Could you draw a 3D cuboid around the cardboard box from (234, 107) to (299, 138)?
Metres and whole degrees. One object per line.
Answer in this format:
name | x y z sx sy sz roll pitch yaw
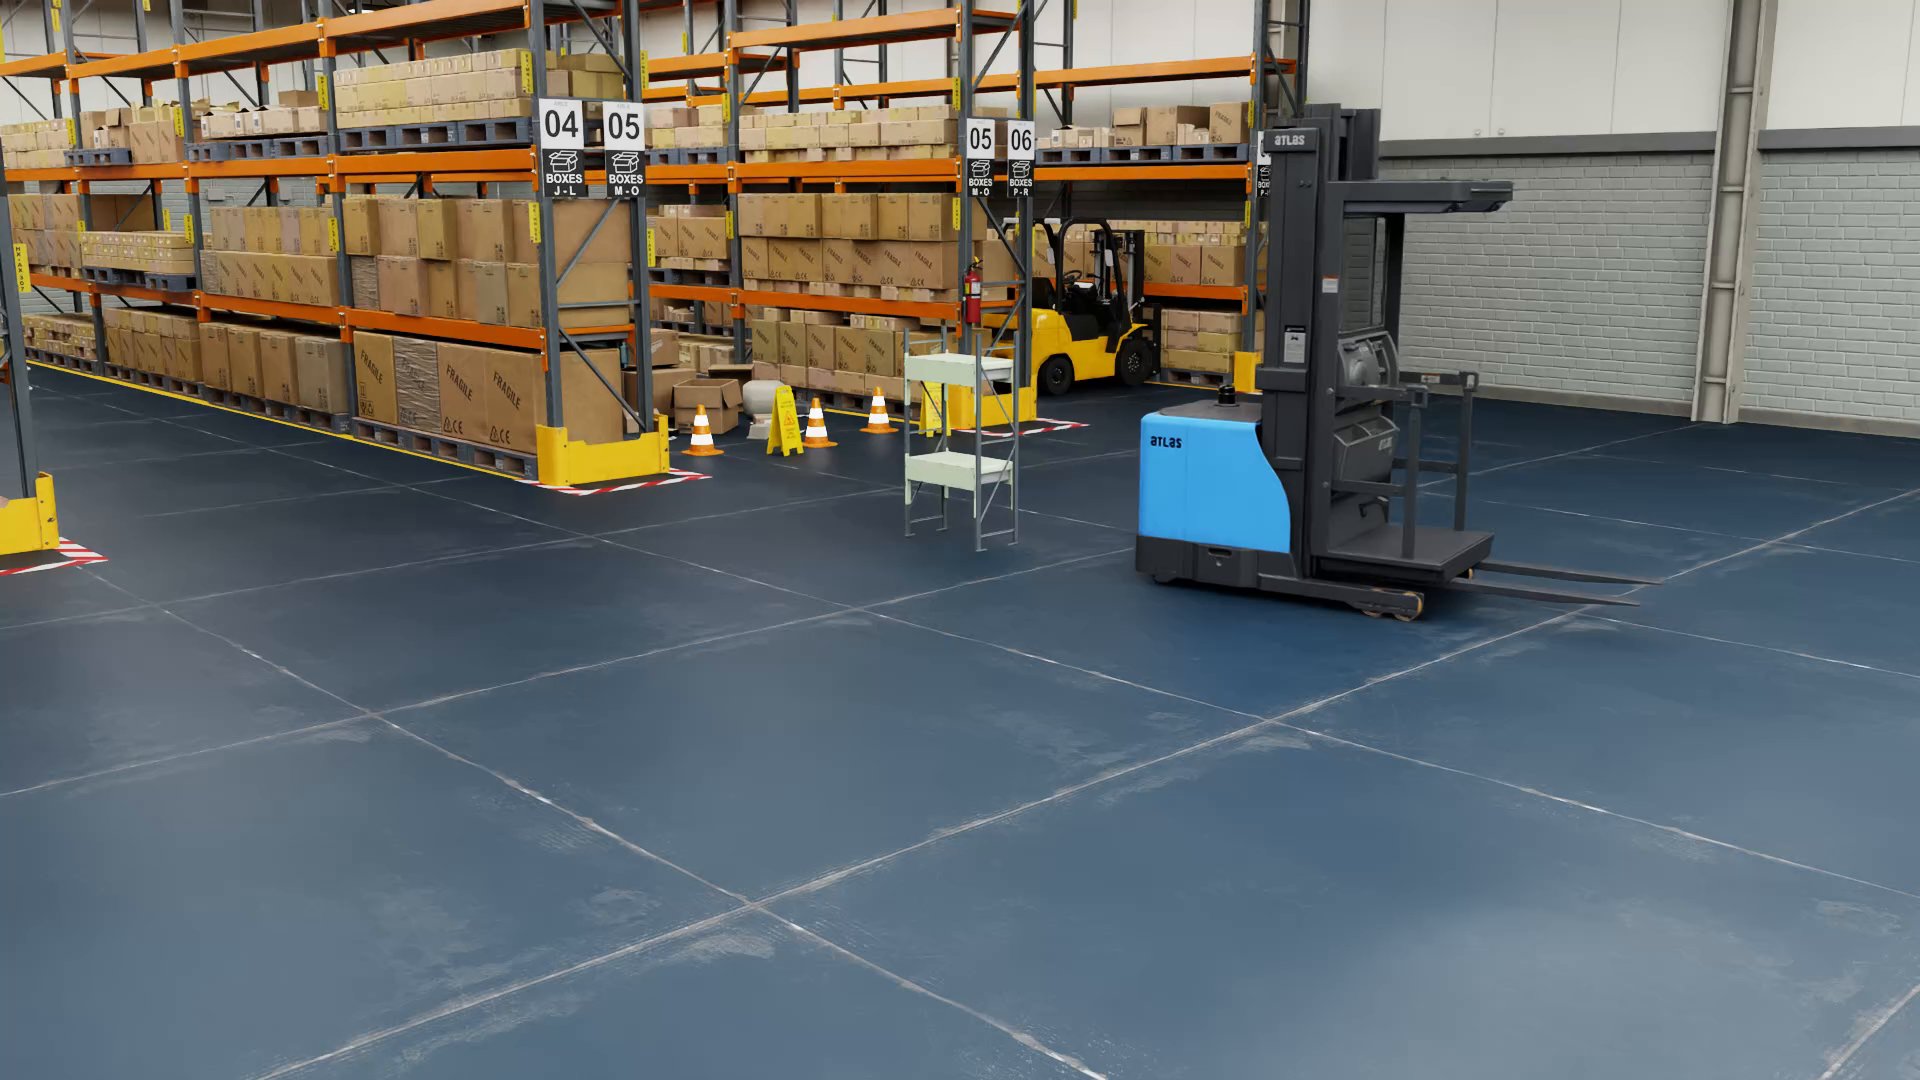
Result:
cardboard box | -7.613 -4.591 18.260 0.500 0.311 0.500 -11 16 -44

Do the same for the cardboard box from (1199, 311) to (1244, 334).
cardboard box | 3.425 -2.797 21.349 0.500 0.250 0.500 -10 15 -41

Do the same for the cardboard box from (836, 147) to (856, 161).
cardboard box | -1.161 -4.309 18.583 0.380 0.149 0.250 -11 16 -43

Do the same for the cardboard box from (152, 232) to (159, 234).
cardboard box | -10.453 -4.006 22.031 0.380 0.149 0.250 -11 16 -43

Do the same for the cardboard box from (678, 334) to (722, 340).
cardboard box | -3.726 -2.516 22.164 0.950 0.372 0.625 -10 15 -41

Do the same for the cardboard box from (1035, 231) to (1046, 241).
cardboard box | 1.236 -4.292 23.453 0.380 0.149 0.250 -11 16 -43

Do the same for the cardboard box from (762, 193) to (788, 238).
cardboard box | -1.897 -3.828 19.597 0.700 0.500 0.500 -11 16 -42

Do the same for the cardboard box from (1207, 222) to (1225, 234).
cardboard box | 3.376 -3.991 21.259 0.380 0.149 0.250 -11 16 -42

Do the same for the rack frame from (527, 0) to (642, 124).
rack frame | -3.129 -4.966 13.714 1.000 3.000 0.127 -11 16 -43

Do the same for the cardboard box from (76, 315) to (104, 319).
cardboard box | -13.094 -3.310 25.095 0.250 0.149 0.380 11 16 43

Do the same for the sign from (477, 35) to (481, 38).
sign | -7.522 -7.995 25.908 0.100 0.325 0.005 -11 16 -43

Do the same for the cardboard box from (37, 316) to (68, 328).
cardboard box | -13.473 -3.237 24.739 0.250 0.149 0.380 11 16 42

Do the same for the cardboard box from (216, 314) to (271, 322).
cardboard box | -8.955 -2.678 20.773 0.500 0.250 0.500 11 16 43

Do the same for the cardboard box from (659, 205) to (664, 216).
cardboard box | -3.810 -4.418 22.290 0.250 0.149 0.380 11 16 42

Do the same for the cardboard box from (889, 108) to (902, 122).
cardboard box | -0.544 -4.599 18.013 0.380 0.149 0.250 -11 16 -42

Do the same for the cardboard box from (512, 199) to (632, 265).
cardboard box | -3.358 -2.690 14.484 0.875 0.550 0.550 -11 16 -43

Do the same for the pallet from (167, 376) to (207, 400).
pallet | -9.193 -1.944 20.822 1.003 0.211 1.213 -11 16 -43

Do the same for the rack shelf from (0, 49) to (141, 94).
rack shelf | -12.798 -6.655 23.704 1.077 0.370 4.000 -11 16 -43

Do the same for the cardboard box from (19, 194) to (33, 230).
cardboard box | -13.365 -4.793 24.278 0.500 0.500 0.500 -11 16 -44

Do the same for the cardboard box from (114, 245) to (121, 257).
cardboard box | -10.567 -3.695 21.257 0.380 0.149 0.250 -11 16 -43

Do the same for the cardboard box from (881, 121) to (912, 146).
cardboard box | -0.504 -4.386 17.968 0.500 0.250 0.500 -11 16 -43

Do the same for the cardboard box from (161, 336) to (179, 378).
cardboard box | -9.653 -2.312 20.856 0.500 0.500 0.500 -10 15 -40

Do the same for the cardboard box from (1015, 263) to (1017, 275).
cardboard box | 0.669 -3.972 24.128 0.500 0.250 0.500 -10 16 -41

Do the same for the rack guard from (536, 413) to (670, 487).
rack guard | -3.113 -0.800 14.555 1.175 0.500 0.348 -11 16 -43

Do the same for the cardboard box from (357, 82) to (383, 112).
cardboard box | -5.407 -4.224 15.891 0.500 0.250 0.500 -11 16 -43

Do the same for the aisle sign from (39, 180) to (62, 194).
aisle sign | -14.012 -5.688 25.646 0.394 0.787 0.004 -11 16 -43

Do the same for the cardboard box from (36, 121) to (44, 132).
cardboard box | -12.742 -5.807 23.377 0.380 0.149 0.250 -11 16 -43

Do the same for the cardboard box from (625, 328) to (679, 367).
cardboard box | -3.648 -2.210 19.523 0.500 0.500 0.500 -11 16 -43

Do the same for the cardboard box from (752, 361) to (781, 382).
cardboard box | -2.169 -2.051 20.207 0.500 0.250 0.500 11 16 43

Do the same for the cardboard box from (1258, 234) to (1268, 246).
cardboard box | 3.922 -3.877 21.439 0.250 0.149 0.380 11 16 44

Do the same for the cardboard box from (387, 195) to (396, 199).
cardboard box | -9.004 -5.498 26.830 0.380 0.149 0.250 -11 16 -43

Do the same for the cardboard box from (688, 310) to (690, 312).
cardboard box | -4.903 -4.178 30.780 0.380 0.149 0.250 -11 16 -43

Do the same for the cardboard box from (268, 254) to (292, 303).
cardboard box | -7.143 -2.847 18.048 0.500 0.500 0.500 -11 16 -42

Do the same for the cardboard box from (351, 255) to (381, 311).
cardboard box | -5.628 -2.633 16.885 0.875 0.550 0.550 -11 16 -43

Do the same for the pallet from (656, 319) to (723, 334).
pallet | -4.792 -3.910 30.368 1.003 0.211 1.213 -11 16 -43

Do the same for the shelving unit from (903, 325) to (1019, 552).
shelving unit | 0.005 -0.734 11.755 0.431 1.500 0.755 -11 16 -43

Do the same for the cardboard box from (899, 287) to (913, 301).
cardboard box | -0.449 -2.696 18.185 0.380 0.149 0.250 -11 16 -44

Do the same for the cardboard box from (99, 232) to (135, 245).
cardboard box | -10.934 -3.917 21.598 0.380 0.149 0.250 -11 16 -43

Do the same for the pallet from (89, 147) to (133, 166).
pallet | -10.349 -4.900 21.294 1.213 0.211 1.003 -11 16 -43

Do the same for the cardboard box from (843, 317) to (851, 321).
cardboard box | -1.426 -2.419 20.135 0.500 0.500 0.500 -11 16 -42

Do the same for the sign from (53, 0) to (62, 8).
sign | -11.822 -7.141 21.758 0.100 0.325 0.005 -11 16 -43

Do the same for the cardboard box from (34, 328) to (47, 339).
cardboard box | -13.523 -3.082 24.723 0.380 0.149 0.250 -10 15 -41

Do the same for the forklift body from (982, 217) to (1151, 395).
forklift body | 1.339 -3.031 21.294 2.313 2.155 1.214 -11 16 -43

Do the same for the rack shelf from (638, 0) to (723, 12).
rack shelf | -5.700 -9.681 30.148 1.077 0.370 4.000 -11 16 -43

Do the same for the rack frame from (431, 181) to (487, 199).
rack frame | -7.906 -4.483 26.240 1.000 3.000 0.127 -11 16 -43

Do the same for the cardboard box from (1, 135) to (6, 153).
cardboard box | -14.057 -5.902 24.822 0.500 0.250 0.500 -11 16 -42

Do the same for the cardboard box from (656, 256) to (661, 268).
cardboard box | -3.738 -3.639 21.722 0.250 0.149 0.380 11 16 43

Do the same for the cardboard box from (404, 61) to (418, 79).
cardboard box | -4.835 -4.280 15.177 0.380 0.149 0.250 -11 16 -43

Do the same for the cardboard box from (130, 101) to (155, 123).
cardboard box | -10.024 -5.296 20.605 0.396 0.266 0.258 -11 16 -43

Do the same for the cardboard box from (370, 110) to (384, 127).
cardboard box | -5.362 -4.001 15.798 0.380 0.149 0.250 -11 16 -43

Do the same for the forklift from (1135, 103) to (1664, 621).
forklift | 2.633 -1.088 9.927 3.031 2.935 1.130 8 14 32

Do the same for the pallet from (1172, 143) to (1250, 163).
pallet | 3.499 -4.957 21.324 1.003 0.211 1.213 -11 16 -43

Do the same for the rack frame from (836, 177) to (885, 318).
rack frame | -1.556 -4.592 26.766 1.000 3.000 0.127 -11 16 -43

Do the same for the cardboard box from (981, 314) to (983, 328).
cardboard box | 0.838 -3.125 24.492 0.875 0.625 0.625 -10 15 -40

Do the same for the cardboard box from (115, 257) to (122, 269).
cardboard box | -10.571 -3.550 21.291 0.380 0.149 0.250 -11 16 -44

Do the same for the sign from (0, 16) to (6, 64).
sign | -6.394 -3.324 11.013 0.100 0.325 0.005 -11 16 -43
